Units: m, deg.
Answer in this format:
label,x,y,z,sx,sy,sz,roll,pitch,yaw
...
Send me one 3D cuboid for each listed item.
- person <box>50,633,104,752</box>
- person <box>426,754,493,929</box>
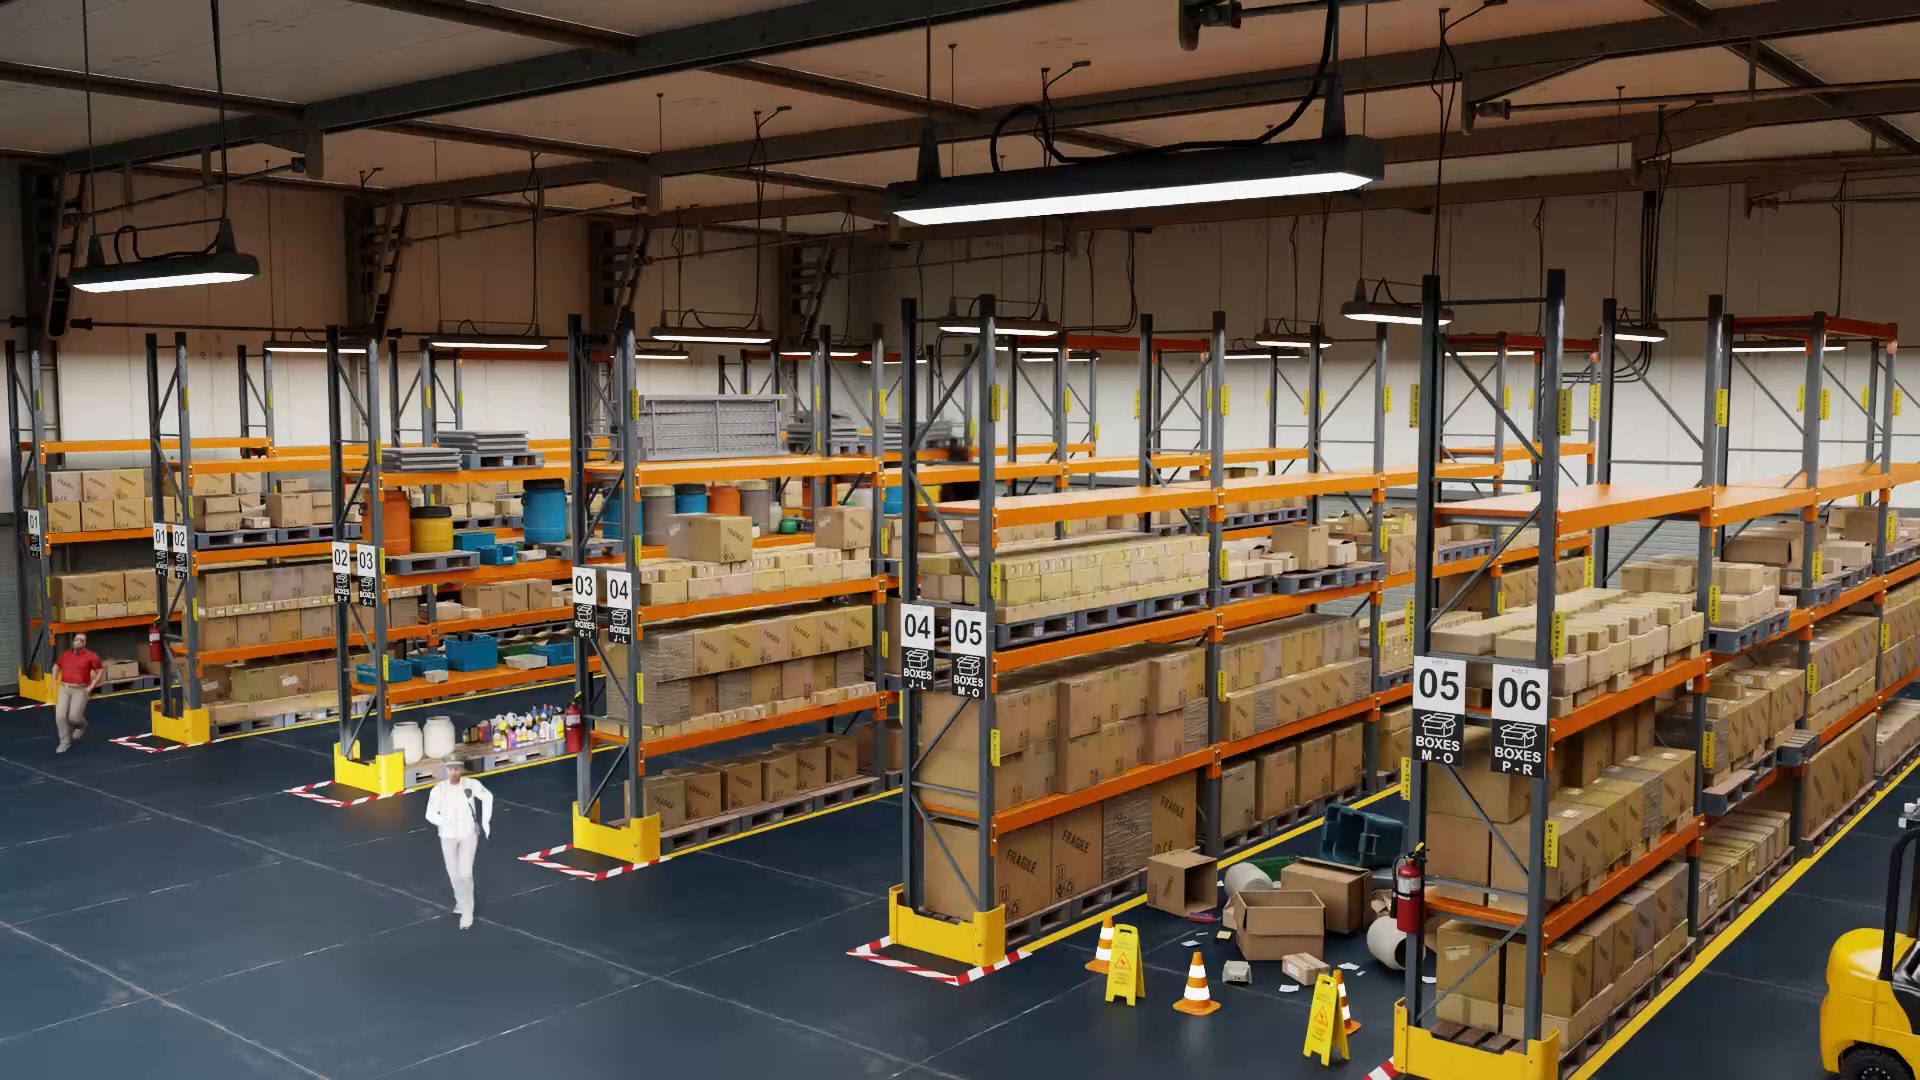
label,x,y,z,sx,sy,sz,roll,pitch,yaw
person,-12.762,2.188,24.014,0.713,1.677,0.586,0,5,-4
person,-4.834,2.889,16.044,0.573,1.710,0.785,-1,5,-6
